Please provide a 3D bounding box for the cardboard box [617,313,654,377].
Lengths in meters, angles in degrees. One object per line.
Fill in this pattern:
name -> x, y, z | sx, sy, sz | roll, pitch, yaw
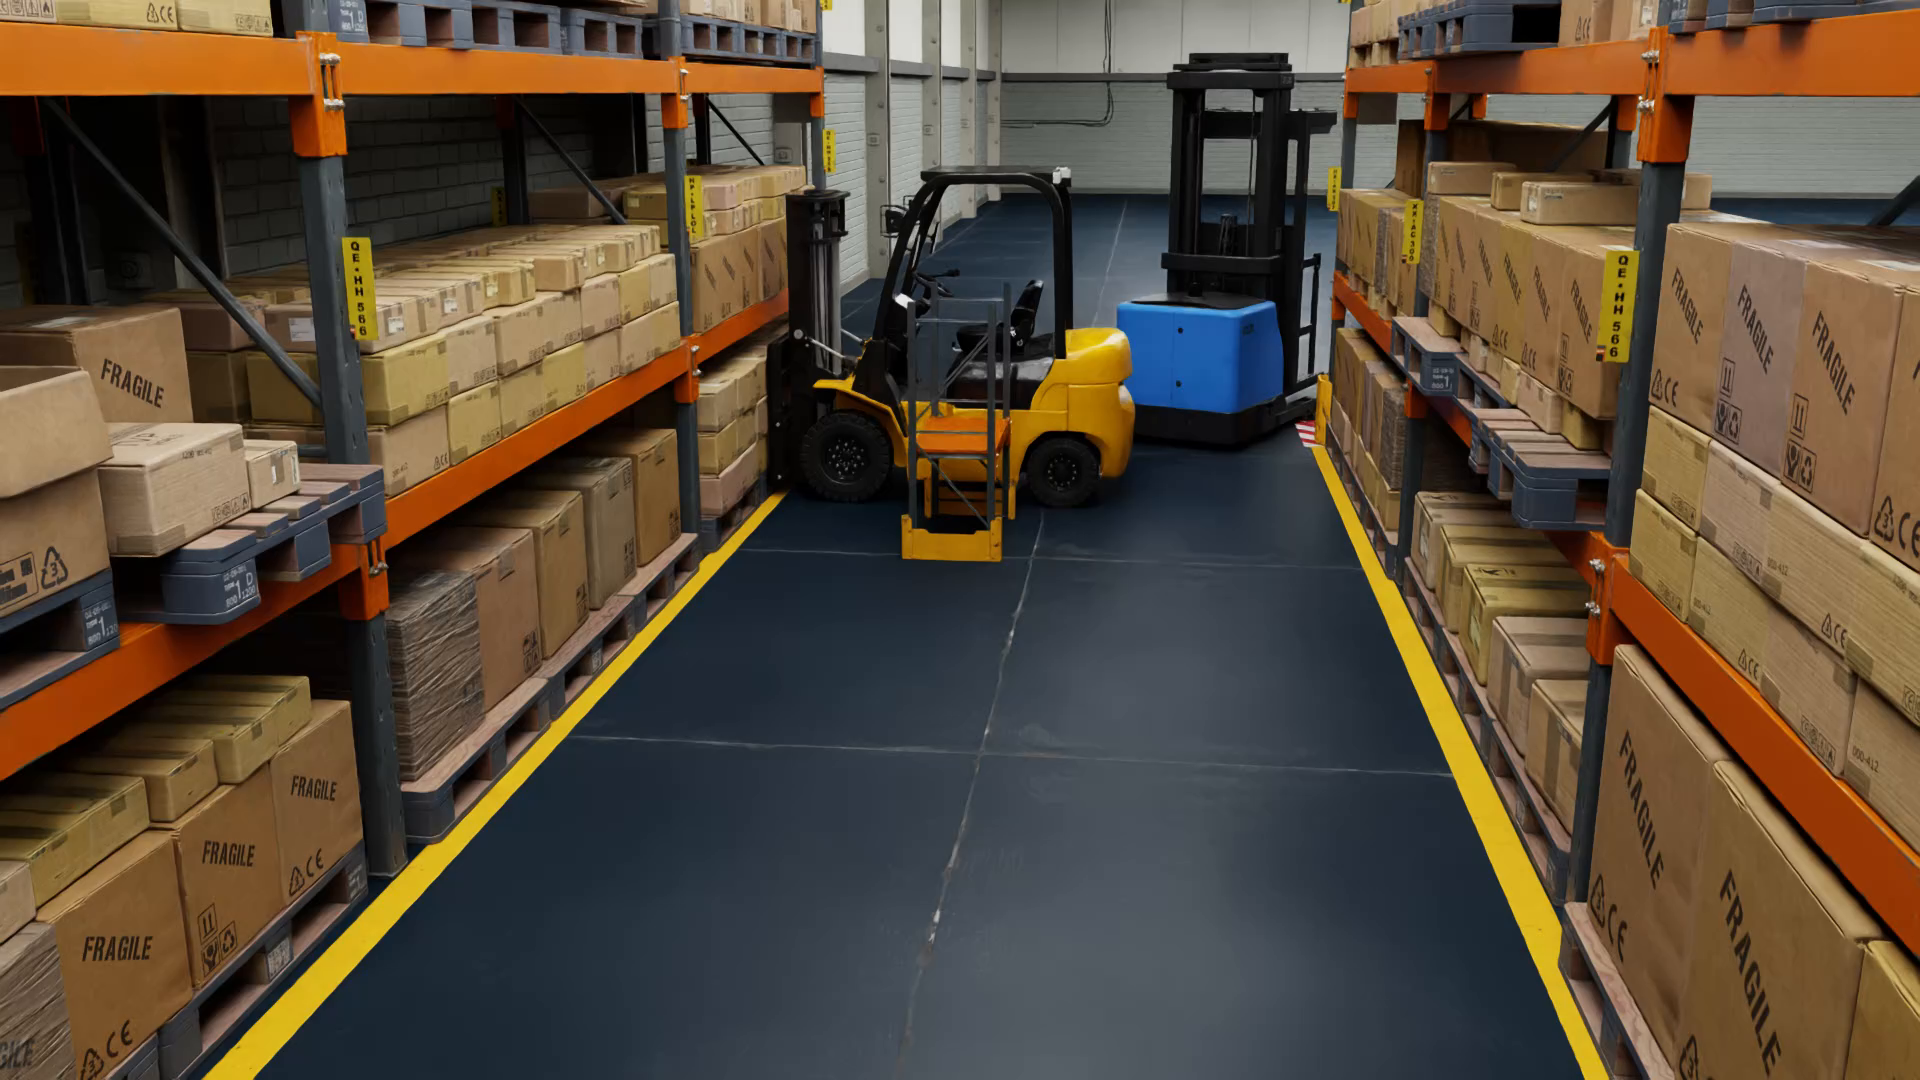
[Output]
cardboard box -> -1.857, -0.991, 8.368 | 0.500, 0.250, 0.500 | 2, 15, 6

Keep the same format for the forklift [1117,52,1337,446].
forklift -> 2.379, -2.466, 13.667 | 1.130, 2.935, 3.031 | 9, 17, 29

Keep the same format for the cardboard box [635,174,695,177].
cardboard box -> -2.010, -2.394, 11.264 | 0.380, 0.149, 0.250 | 2, 15, 7

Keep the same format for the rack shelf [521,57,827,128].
rack shelf -> -1.783, -2.952, 10.964 | 1.077, 0.370, 4.000 | 2, 15, 6

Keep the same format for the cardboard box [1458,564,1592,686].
cardboard box -> 2.713, 0.382, 7.234 | 0.950, 0.372, 0.625 | 2, 15, 8

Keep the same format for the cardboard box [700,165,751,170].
cardboard box -> -1.807, -2.794, 12.745 | 0.380, 0.149, 0.250 | 1, 15, 5

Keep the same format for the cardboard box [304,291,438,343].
cardboard box -> -2.102, -0.800, 5.939 | 0.380, 0.149, 0.250 | 2, 15, 7

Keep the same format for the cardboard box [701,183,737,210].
cardboard box -> -1.587, -2.112, 10.222 | 0.380, 0.149, 0.250 | 2, 15, 8

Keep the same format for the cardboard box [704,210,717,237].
cardboard box -> -1.682, -1.904, 10.024 | 0.380, 0.149, 0.250 | 2, 15, 6

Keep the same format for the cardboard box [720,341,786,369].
cardboard box -> -1.463, -1.204, 11.417 | 0.500, 0.250, 0.500 | 1, 15, 5

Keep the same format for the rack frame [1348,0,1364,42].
rack frame -> 3.375, -5.121, 11.860 | 1.000, 3.000, 0.127 | 2, 15, 6

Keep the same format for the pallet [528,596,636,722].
pallet -> -2.188, 0.523, 7.823 | 1.003, 0.211, 1.213 | 2, 15, 6

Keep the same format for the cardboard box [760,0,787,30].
cardboard box -> -1.580, -3.732, 11.285 | 0.700, 0.500, 0.500 | 2, 15, 7

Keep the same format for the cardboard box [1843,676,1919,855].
cardboard box -> 2.010, 0.440, 3.076 | 0.500, 0.250, 0.500 | 2, 15, 6

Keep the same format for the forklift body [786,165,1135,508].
forklift body -> 0.042, -1.415, 11.273 | 2.313, 2.155, 1.214 | 2, 15, 6

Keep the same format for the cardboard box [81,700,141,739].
cardboard box -> -2.828, 0.522, 5.227 | 0.380, 0.149, 0.250 | 2, 15, 9

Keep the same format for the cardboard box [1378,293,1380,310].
cardboard box -> 2.827, -1.487, 10.397 | 0.380, 0.149, 0.250 | 1, 15, 5

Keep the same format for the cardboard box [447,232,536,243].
cardboard box -> -2.373, -1.476, 8.441 | 0.380, 0.149, 0.250 | 2, 15, 6

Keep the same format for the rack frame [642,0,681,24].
rack frame -> -2.009, -4.228, 8.560 | 1.000, 3.000, 0.127 | 2, 15, 6

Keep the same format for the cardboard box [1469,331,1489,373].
cardboard box -> 2.373, -0.797, 7.041 | 0.380, 0.149, 0.250 | 2, 15, 8

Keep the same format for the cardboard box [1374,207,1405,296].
cardboard box -> 2.832, -1.770, 10.200 | 0.500, 0.500, 0.500 | 2, 15, 8

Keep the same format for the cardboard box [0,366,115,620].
cardboard box -> -2.460, -0.119, 3.853 | 0.797, 0.503, 0.637 | 1, 15, 5

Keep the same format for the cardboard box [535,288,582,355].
cardboard box -> -2.000, -0.970, 7.333 | 0.500, 0.250, 0.500 | 2, 15, 7

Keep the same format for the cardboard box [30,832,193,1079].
cardboard box -> -2.417, 1.090, 4.368 | 0.500, 0.500, 0.500 | 2, 15, 9

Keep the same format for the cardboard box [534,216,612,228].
cardboard box -> -2.227, -1.785, 9.582 | 0.380, 0.149, 0.250 | 2, 15, 6

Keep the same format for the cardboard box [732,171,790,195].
cardboard box -> -1.409, -2.509, 11.690 | 0.380, 0.149, 0.250 | 2, 15, 8

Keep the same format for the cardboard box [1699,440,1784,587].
cardboard box -> 2.111, -0.061, 3.969 | 0.500, 0.250, 0.500 | 2, 15, 8

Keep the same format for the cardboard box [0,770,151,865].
cardboard box -> -2.412, 0.737, 4.431 | 0.380, 0.149, 0.250 | 2, 15, 8

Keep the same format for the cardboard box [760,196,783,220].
cardboard box -> -1.438, -2.300, 11.486 | 0.380, 0.149, 0.250 | 2, 15, 7

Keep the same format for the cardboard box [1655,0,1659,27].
cardboard box -> 2.299, -1.564, 4.936 | 0.380, 0.149, 0.250 | 2, 15, 6

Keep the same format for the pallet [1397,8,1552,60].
pallet -> 2.748, -2.388, 7.859 | 1.213, 0.211, 1.003 | 2, 15, 6

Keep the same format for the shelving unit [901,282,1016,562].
shelving unit -> 0.009, -0.744, 10.039 | 0.587, 1.500, 1.083 | 2, 15, 6

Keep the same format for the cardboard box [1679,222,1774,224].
cardboard box -> 2.858, -0.928, 6.280 | 0.500, 0.500, 0.500 | 2, 15, 7

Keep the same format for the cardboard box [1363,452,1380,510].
cardboard box -> 2.774, -0.362, 10.219 | 0.500, 0.250, 0.500 | 1, 15, 5

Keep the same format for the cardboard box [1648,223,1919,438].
cardboard box -> 2.174, -0.560, 4.380 | 0.500, 0.500, 0.500 | 1, 15, 4

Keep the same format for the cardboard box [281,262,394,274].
cardboard box -> -2.606, -1.082, 6.982 | 0.380, 0.149, 0.250 | 1, 15, 5

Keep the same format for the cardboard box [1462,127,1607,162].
cardboard box -> 3.268, -2.101, 9.510 | 0.700, 0.500, 0.500 | 2, 15, 7

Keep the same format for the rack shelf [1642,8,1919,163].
rack shelf -> 2.247, -0.732, 2.754 | 1.077, 0.370, 4.000 | 2, 15, 6

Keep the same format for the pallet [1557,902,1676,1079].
pallet -> 2.309, 1.399, 4.586 | 1.003, 0.211, 1.213 | 2, 15, 6

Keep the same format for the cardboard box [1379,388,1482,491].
cardboard box -> 2.724, -0.586, 9.609 | 0.500, 0.500, 0.500 | 1, 15, 5

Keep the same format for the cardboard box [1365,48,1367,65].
cardboard box -> 3.074, -3.404, 11.740 | 0.380, 0.149, 0.250 | 1, 15, 4

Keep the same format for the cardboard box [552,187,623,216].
cardboard box -> -2.203, -1.993, 9.782 | 0.380, 0.149, 0.250 | 1, 15, 5

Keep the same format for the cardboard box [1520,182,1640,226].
cardboard box -> 2.377, -1.290, 6.378 | 0.380, 0.149, 0.250 | 1, 15, 4

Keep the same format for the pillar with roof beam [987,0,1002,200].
pillar with roof beam -> 5.131, -12.766, 40.133 | 9.100, 9.000, 0.400 | 2, 15, 6

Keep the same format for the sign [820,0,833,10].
sign -> -1.020, -4.188, 12.611 | 0.100, 0.325, 0.005 | 2, 15, 6

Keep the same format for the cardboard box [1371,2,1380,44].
cardboard box -> 2.954, -3.356, 10.798 | 0.500, 0.250, 0.500 | 2, 15, 8

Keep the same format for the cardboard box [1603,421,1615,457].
cardboard box -> 2.276, -0.323, 5.288 | 0.380, 0.149, 0.250 | 2, 15, 8

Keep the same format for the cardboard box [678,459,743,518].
cardboard box -> -1.625, -0.324, 10.075 | 0.500, 0.250, 0.500 | 2, 15, 7

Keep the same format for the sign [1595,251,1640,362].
sign -> 1.932, -0.684, 4.879 | 0.100, 0.325, 0.005 | 2, 15, 6

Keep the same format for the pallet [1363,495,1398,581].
pallet -> 2.965, -0.016, 9.818 | 1.003, 0.211, 1.213 | 2, 15, 6

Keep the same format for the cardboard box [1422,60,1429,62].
cardboard box -> 2.656, -2.605, 8.784 | 0.380, 0.149, 0.250 | 2, 15, 7

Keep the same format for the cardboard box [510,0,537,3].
cardboard box -> -2.208, -2.627, 7.870 | 0.380, 0.149, 0.250 | 2, 15, 6

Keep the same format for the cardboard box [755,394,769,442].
cardboard box -> -1.524, -0.826, 10.977 | 0.500, 0.250, 0.500 | 2, 15, 6

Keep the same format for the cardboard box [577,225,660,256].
cardboard box -> -1.826, -1.599, 8.894 | 0.380, 0.149, 0.250 | 2, 15, 8

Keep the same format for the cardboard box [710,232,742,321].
cardboard box -> -1.657, -1.624, 10.229 | 0.500, 0.500, 0.500 | 2, 15, 7

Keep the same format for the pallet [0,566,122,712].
pallet -> -2.675, 0.302, 3.666 | 1.003, 0.211, 1.213 | 2, 15, 6

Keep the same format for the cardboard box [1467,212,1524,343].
cardboard box -> 2.413, -1.077, 6.834 | 0.500, 0.500, 0.500 | 1, 15, 4

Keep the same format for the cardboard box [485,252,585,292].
cardboard box -> -1.894, -1.195, 7.402 | 0.380, 0.149, 0.250 | 1, 15, 5
